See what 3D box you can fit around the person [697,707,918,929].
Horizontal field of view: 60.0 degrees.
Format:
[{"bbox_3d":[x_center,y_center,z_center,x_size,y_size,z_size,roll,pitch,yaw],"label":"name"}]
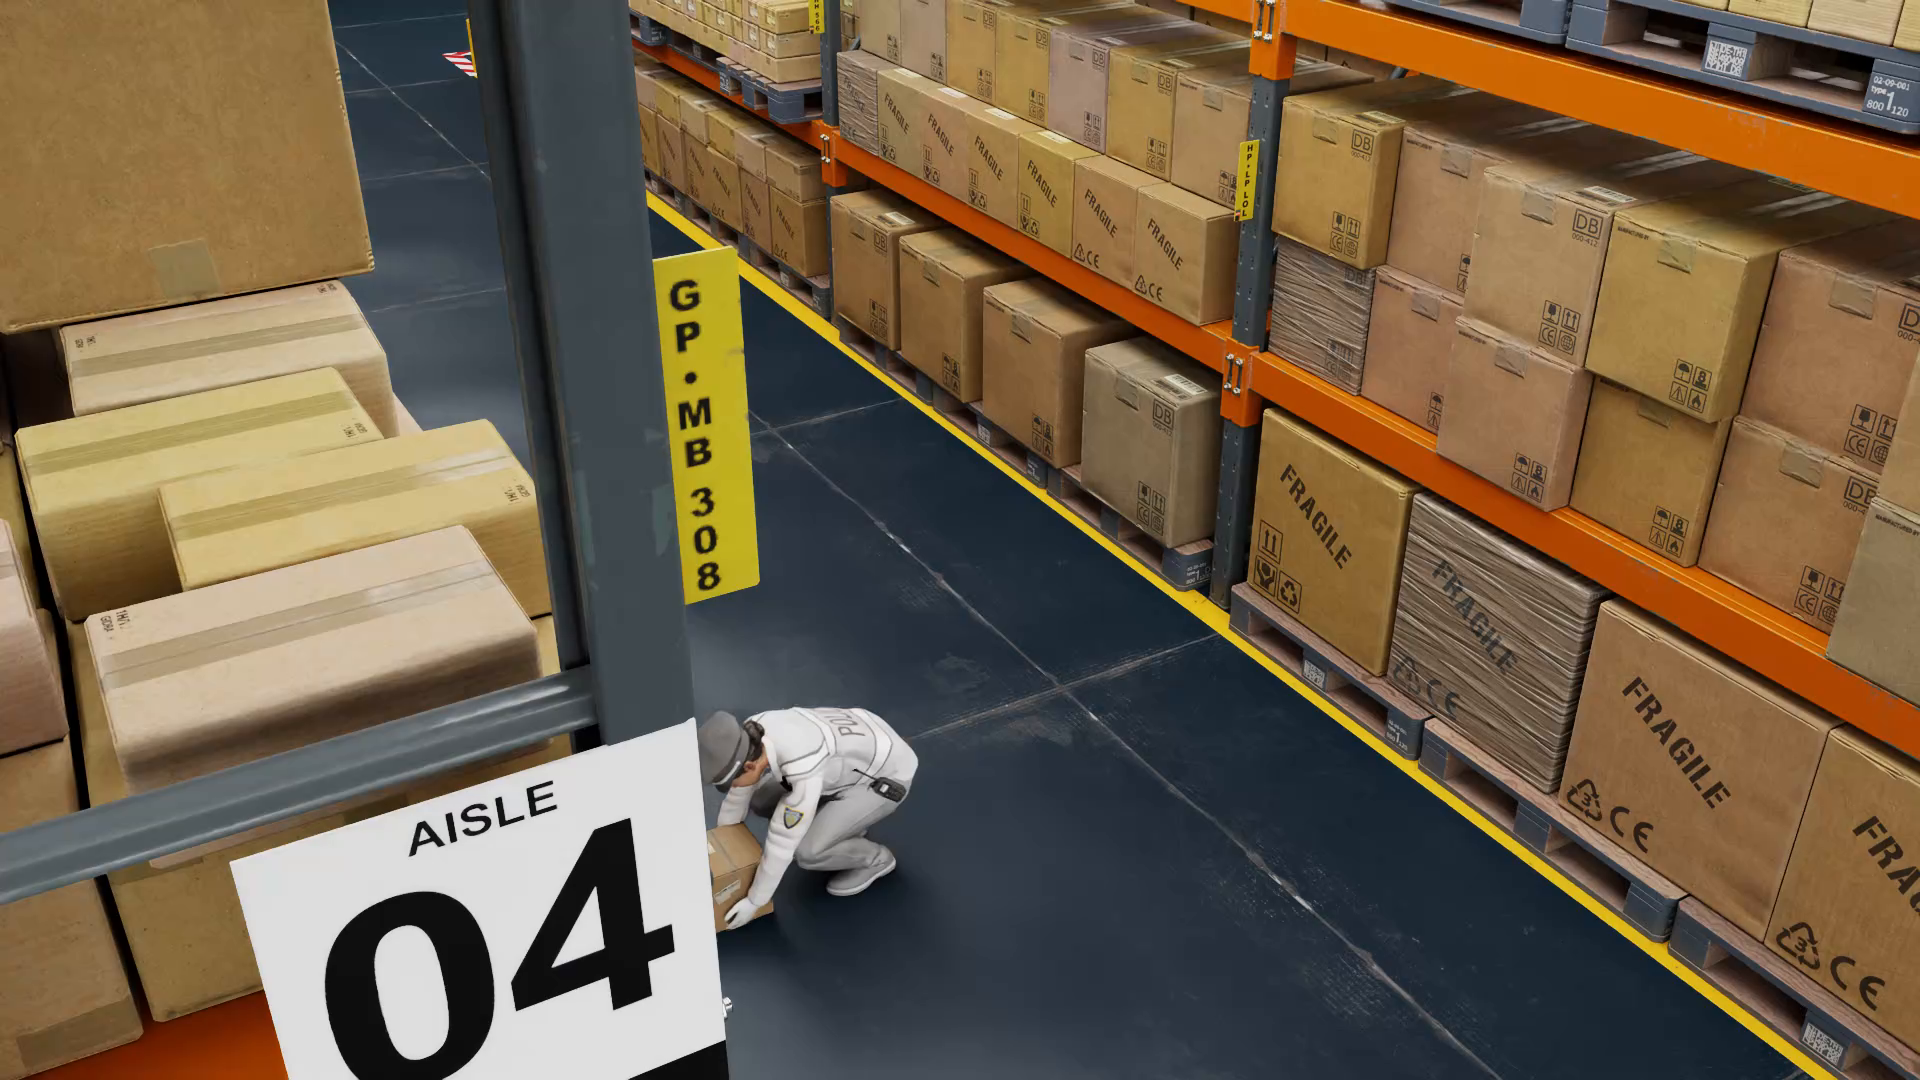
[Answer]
[{"bbox_3d":[-0.561,0.884,5.921,0.863,0.850,0.477,-16,33,-26],"label":"person"}]
